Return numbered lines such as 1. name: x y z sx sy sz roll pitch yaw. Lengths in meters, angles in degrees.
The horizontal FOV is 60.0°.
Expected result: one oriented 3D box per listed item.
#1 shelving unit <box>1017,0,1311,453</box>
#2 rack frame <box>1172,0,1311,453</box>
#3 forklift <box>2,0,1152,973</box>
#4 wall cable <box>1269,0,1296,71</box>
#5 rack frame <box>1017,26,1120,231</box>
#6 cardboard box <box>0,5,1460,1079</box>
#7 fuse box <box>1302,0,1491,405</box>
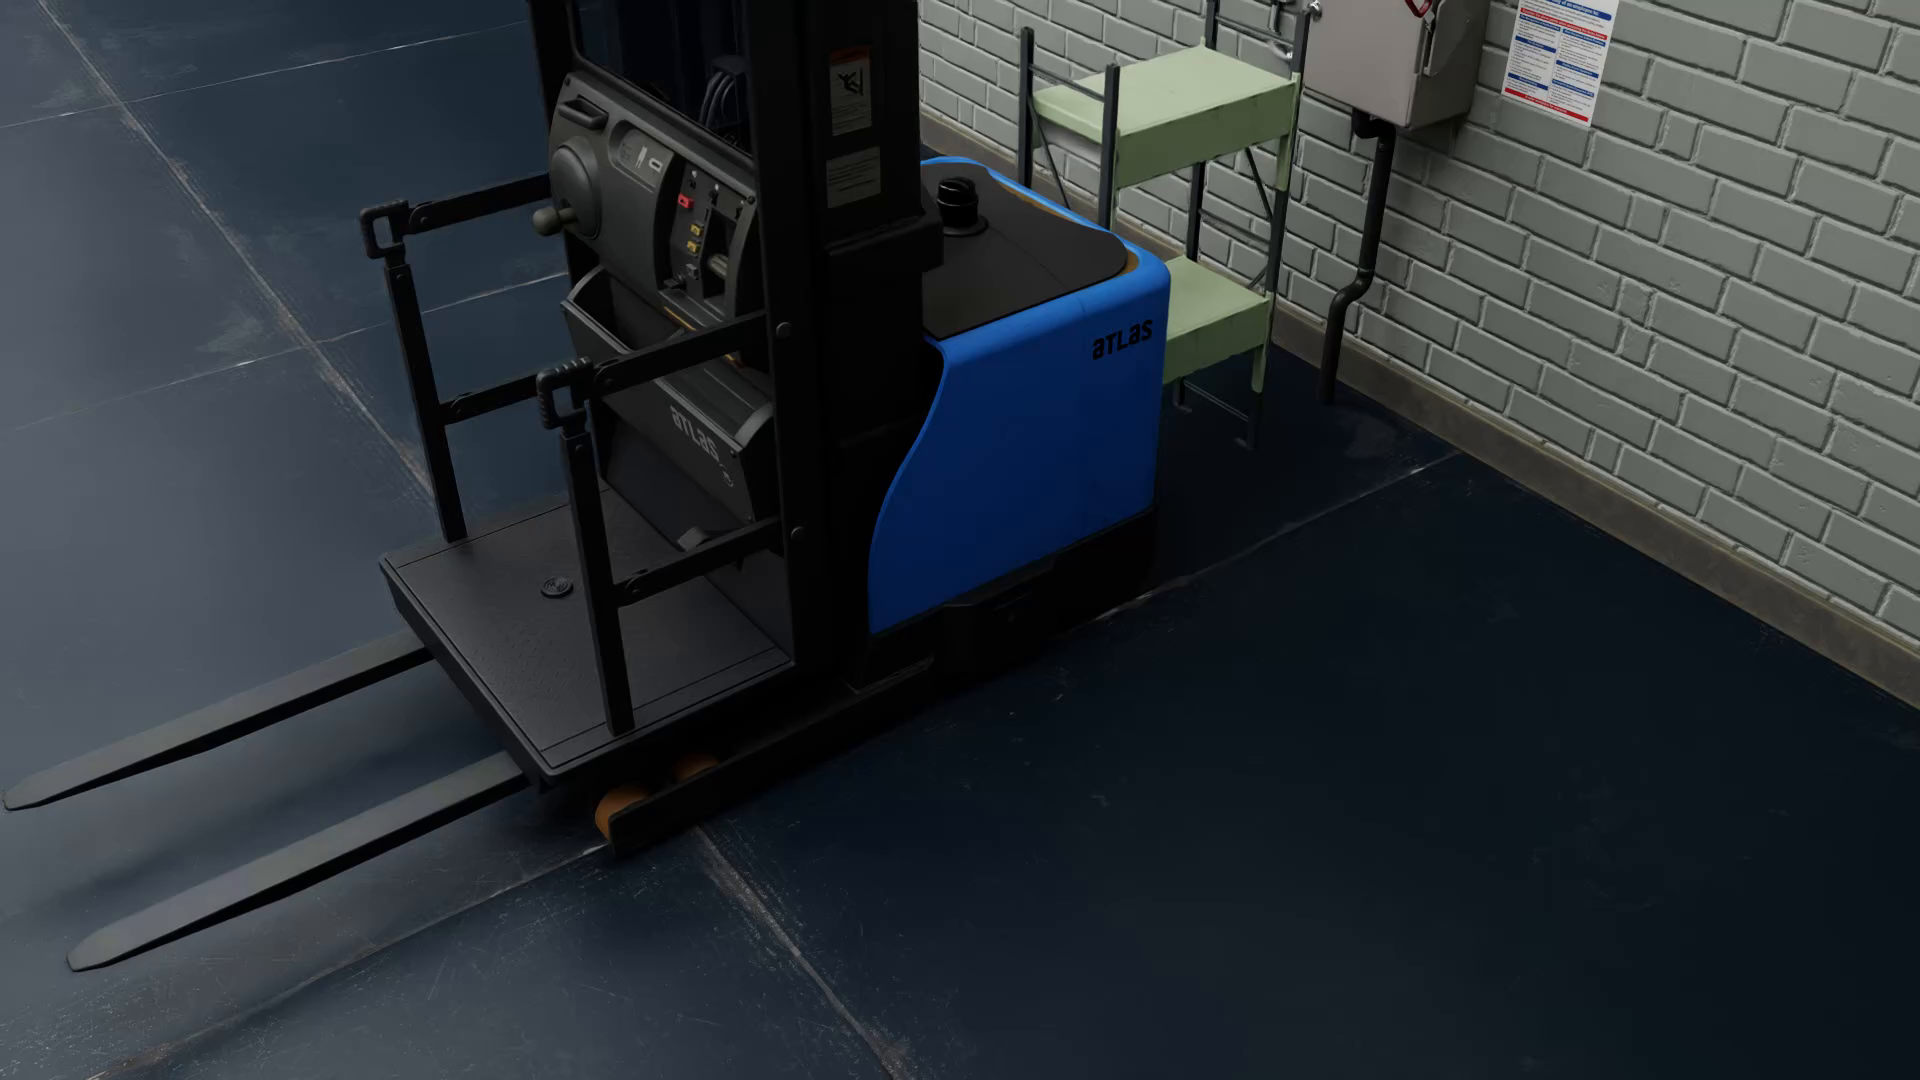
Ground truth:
1. shelving unit: 0.592 -0.875 5.182 0.755 1.500 0.400 -24 42 -29
2. rack frame: 0.885 -1.004 5.361 0.023 1.500 0.400 -24 42 -29
3. forklift: -0.942 -0.717 3.813 2.937 2.843 1.107 -24 42 -29
4. wall cable: 1.030 -2.482 5.262 0.122 1.984 0.588 -22 41 -28
5. rack frame: 0.300 -0.747 5.004 0.023 1.500 0.400 -24 42 -29
6. cardboard box: -5.440 -0.091 4.049 13.522 1.550 6.103 -23 42 -29
7. fuse box: 1.294 -1.168 5.408 0.414 1.711 0.539 -22 41 -28
